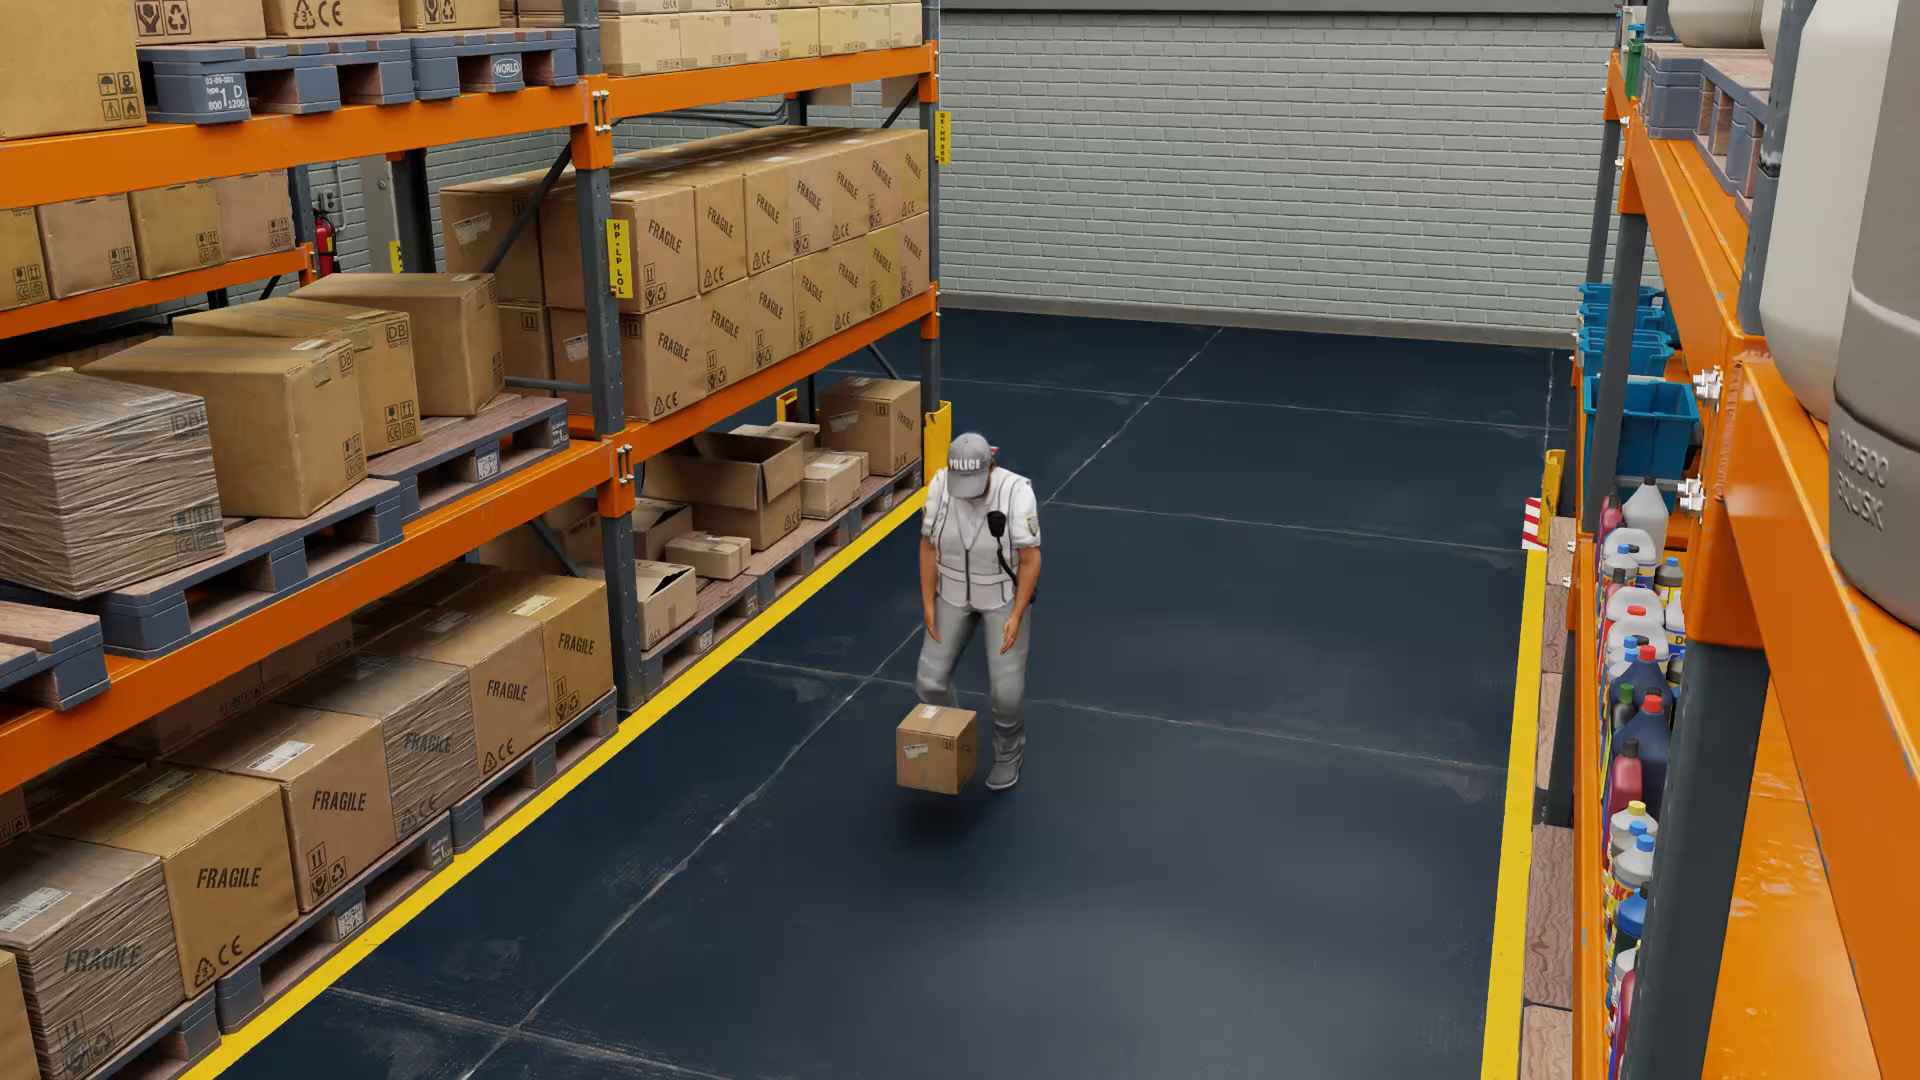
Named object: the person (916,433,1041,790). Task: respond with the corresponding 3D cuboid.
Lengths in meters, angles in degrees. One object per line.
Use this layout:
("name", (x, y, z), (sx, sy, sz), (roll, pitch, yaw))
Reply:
("person", (0.089, 0.272, 6.810), (0.519, 1.541, 0.591), (7, 20, 19))
